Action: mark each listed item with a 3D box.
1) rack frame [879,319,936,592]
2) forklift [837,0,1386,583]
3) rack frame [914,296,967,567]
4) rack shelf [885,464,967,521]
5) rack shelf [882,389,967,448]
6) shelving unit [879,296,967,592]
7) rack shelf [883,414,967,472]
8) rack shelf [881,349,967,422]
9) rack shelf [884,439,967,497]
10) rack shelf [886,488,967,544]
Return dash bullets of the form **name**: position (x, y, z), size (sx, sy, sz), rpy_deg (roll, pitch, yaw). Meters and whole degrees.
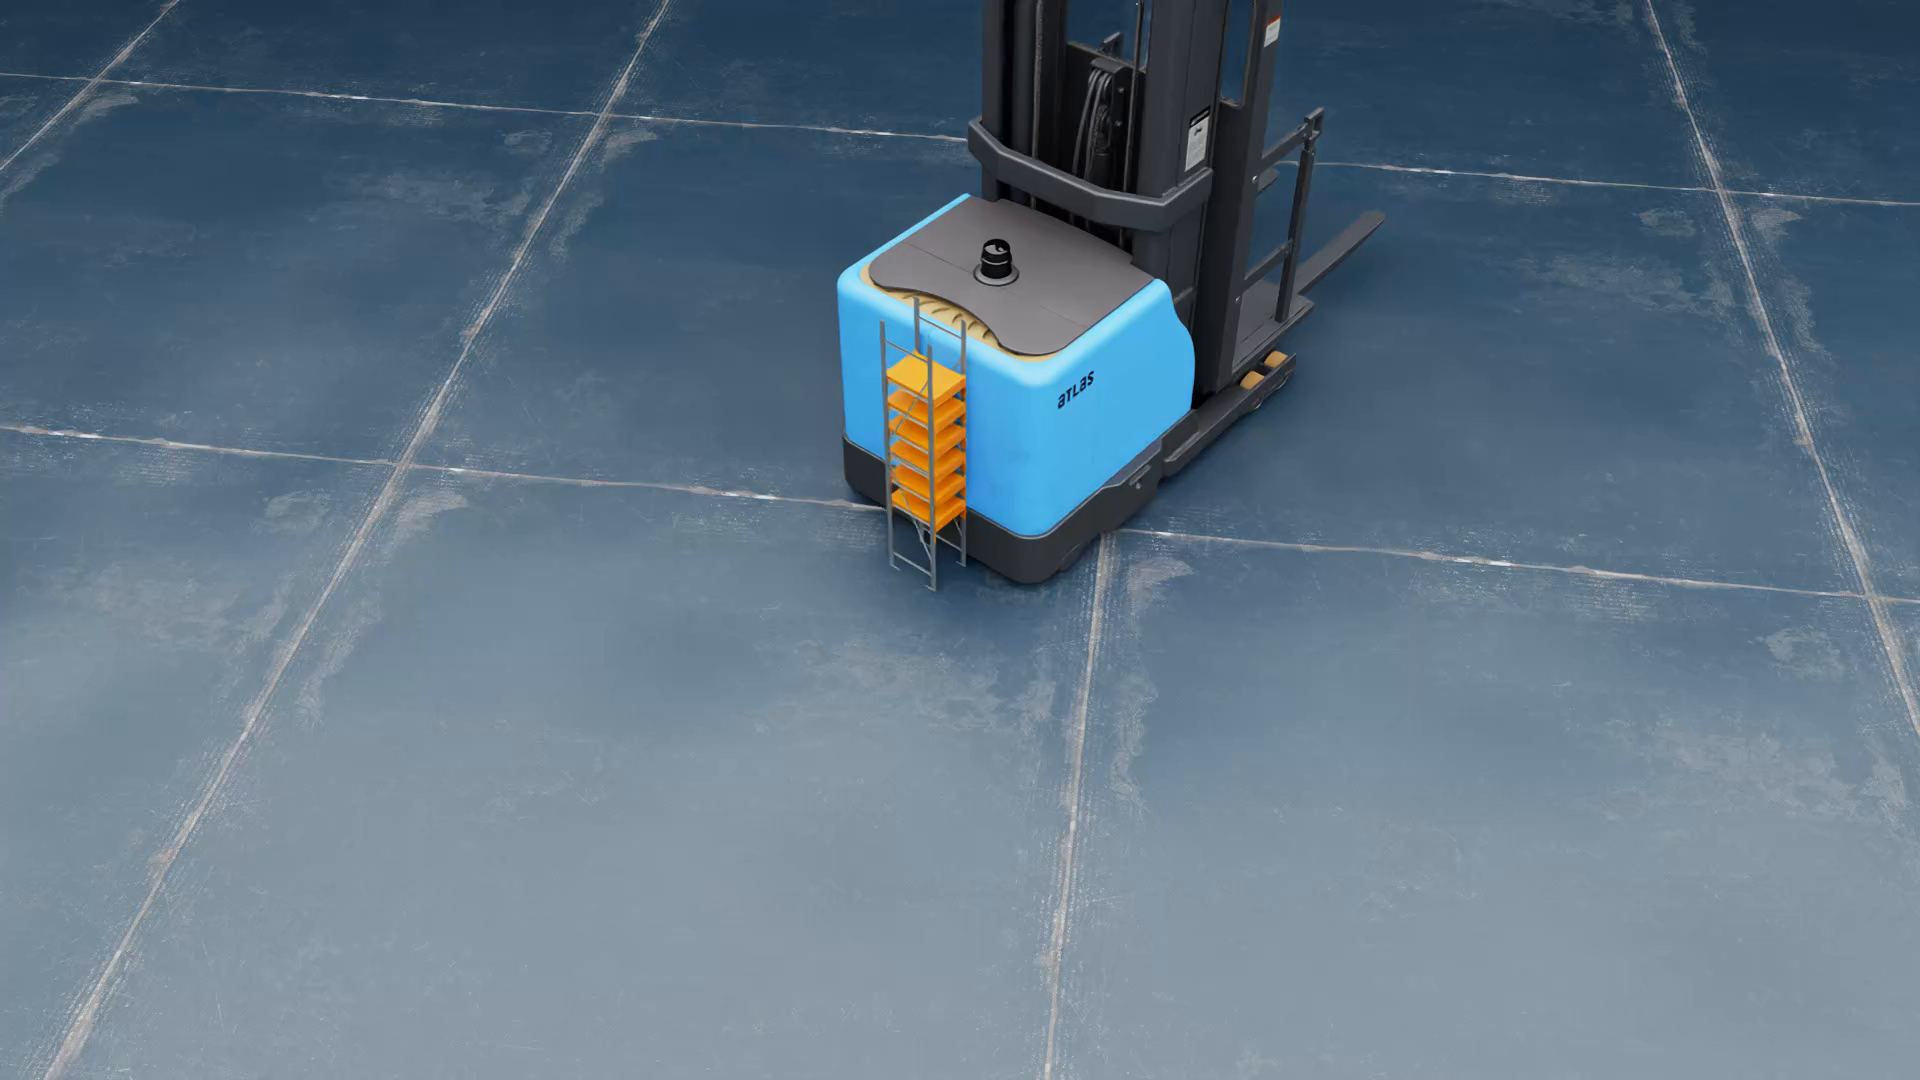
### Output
- **rack frame**: position (-0.188, -0.283, 6.176), size (0.240, 1.200, 0.006), rpy_deg (30, 51, 28)
- **forklift**: position (0.851, -1.842, 6.563), size (1.130, 2.935, 3.031), rpy_deg (30, 51, 28)
- **rack frame**: position (-0.071, -0.380, 6.278), size (0.240, 1.200, 0.006), rpy_deg (30, 51, 28)
- **rack shelf**: position (-0.130, -0.212, 6.340), size (0.258, 0.103, 0.180), rpy_deg (30, 51, 28)
- **rack shelf**: position (-0.130, -0.473, 6.093), size (0.258, 0.103, 0.180), rpy_deg (30, 51, 28)
- **shelving unit**: position (-0.130, -0.331, 6.227), size (0.258, 1.200, 0.189), rpy_deg (30, 51, 28)
- **rack shelf**: position (-0.130, -0.386, 6.175), size (0.258, 0.103, 0.180), rpy_deg (30, 51, 28)
- **rack shelf**: position (-0.130, -0.561, 6.010), size (0.258, 0.103, 0.180), rpy_deg (30, 51, 28)
- **rack shelf**: position (-0.130, -0.299, 6.258), size (0.258, 0.103, 0.180), rpy_deg (30, 51, 28)
- **rack shelf**: position (-0.130, -0.125, 6.423), size (0.258, 0.103, 0.180), rpy_deg (30, 51, 28)
